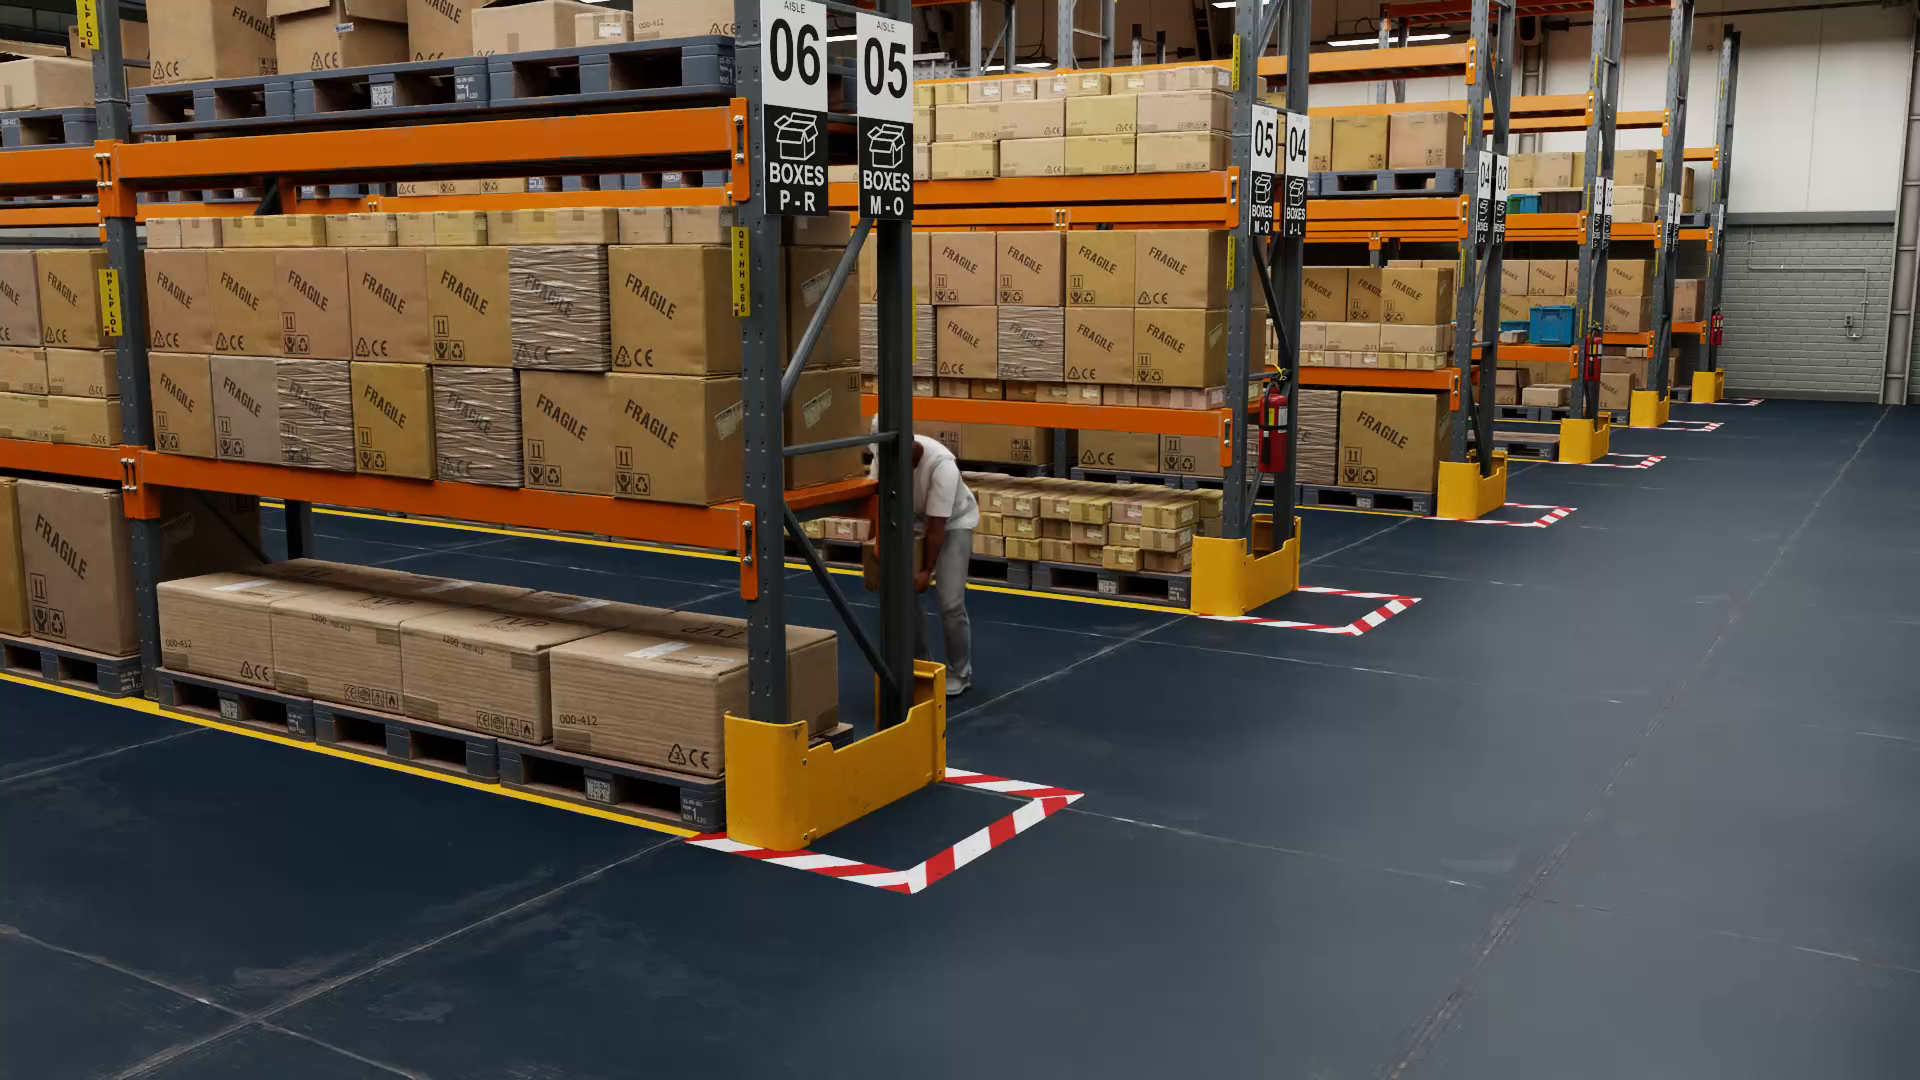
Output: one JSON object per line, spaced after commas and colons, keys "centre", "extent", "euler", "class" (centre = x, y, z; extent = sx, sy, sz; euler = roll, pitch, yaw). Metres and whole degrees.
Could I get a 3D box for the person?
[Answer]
{"centre": [-0.211, 0.055, 8.571], "extent": [0.488, 1.542, 0.803], "euler": [5, 11, 30], "class": "person"}
